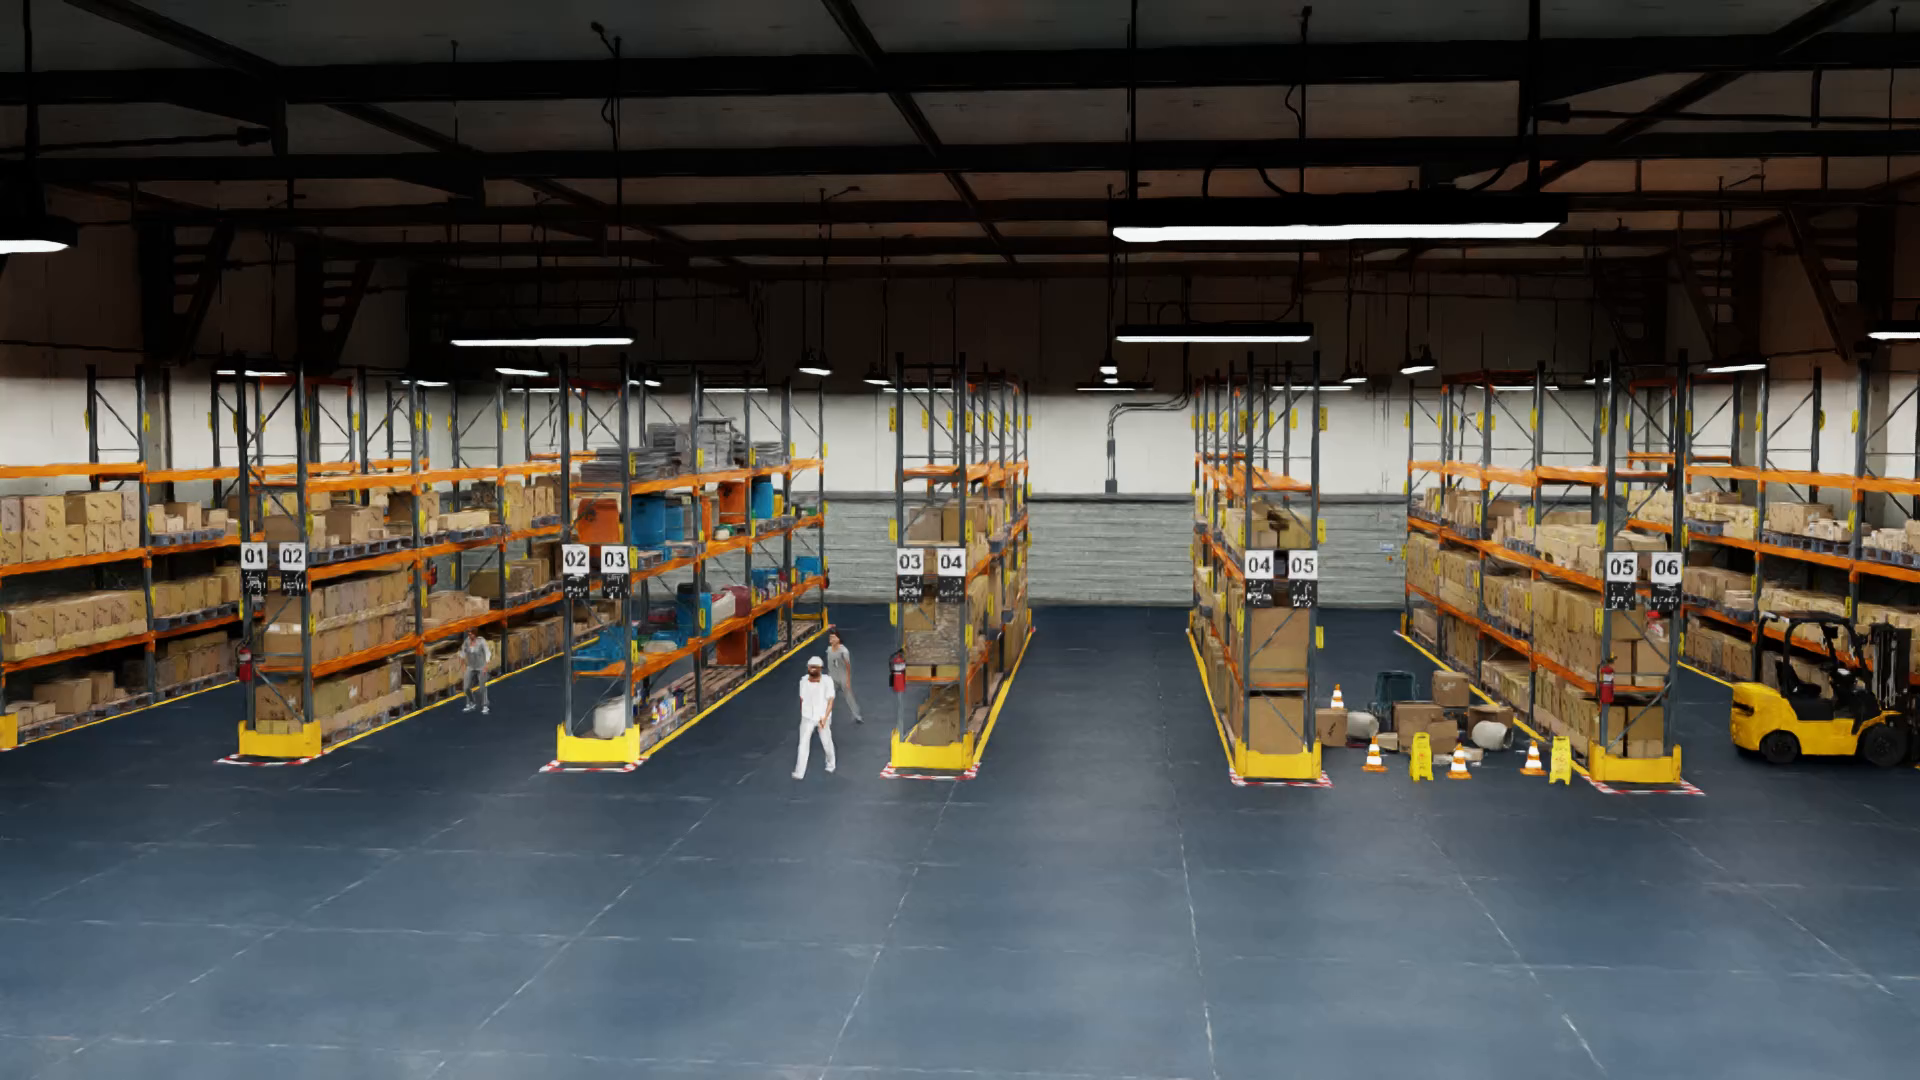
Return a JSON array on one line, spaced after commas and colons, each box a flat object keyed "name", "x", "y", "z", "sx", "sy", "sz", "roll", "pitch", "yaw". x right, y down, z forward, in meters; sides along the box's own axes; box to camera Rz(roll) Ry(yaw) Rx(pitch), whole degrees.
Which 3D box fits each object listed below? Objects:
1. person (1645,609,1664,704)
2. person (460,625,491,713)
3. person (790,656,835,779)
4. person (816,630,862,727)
[{"name": "person", "x": 11.821, "y": 2.066, "z": 28.544, "sx": 0.489, "sy": 1.787, "sz": 0.608, "roll": 3, "pitch": 5, "yaw": 35}, {"name": "person", "x": -8.317, "y": 2.225, "z": 28.576, "sx": 0.566, "sy": 1.508, "sz": 0.516, "roll": 0, "pitch": 4, "yaw": 3}, {"name": "person", "x": -2.027, "y": 2.477, "z": 23.414, "sx": 0.569, "sy": 1.706, "sz": 1.042, "roll": 1, "pitch": 4, "yaw": 14}, {"name": "person", "x": -1.965, "y": 2.260, "z": 27.262, "sx": 0.495, "sy": 1.609, "sz": 0.953, "roll": 2, "pitch": 5, "yaw": 26}]
